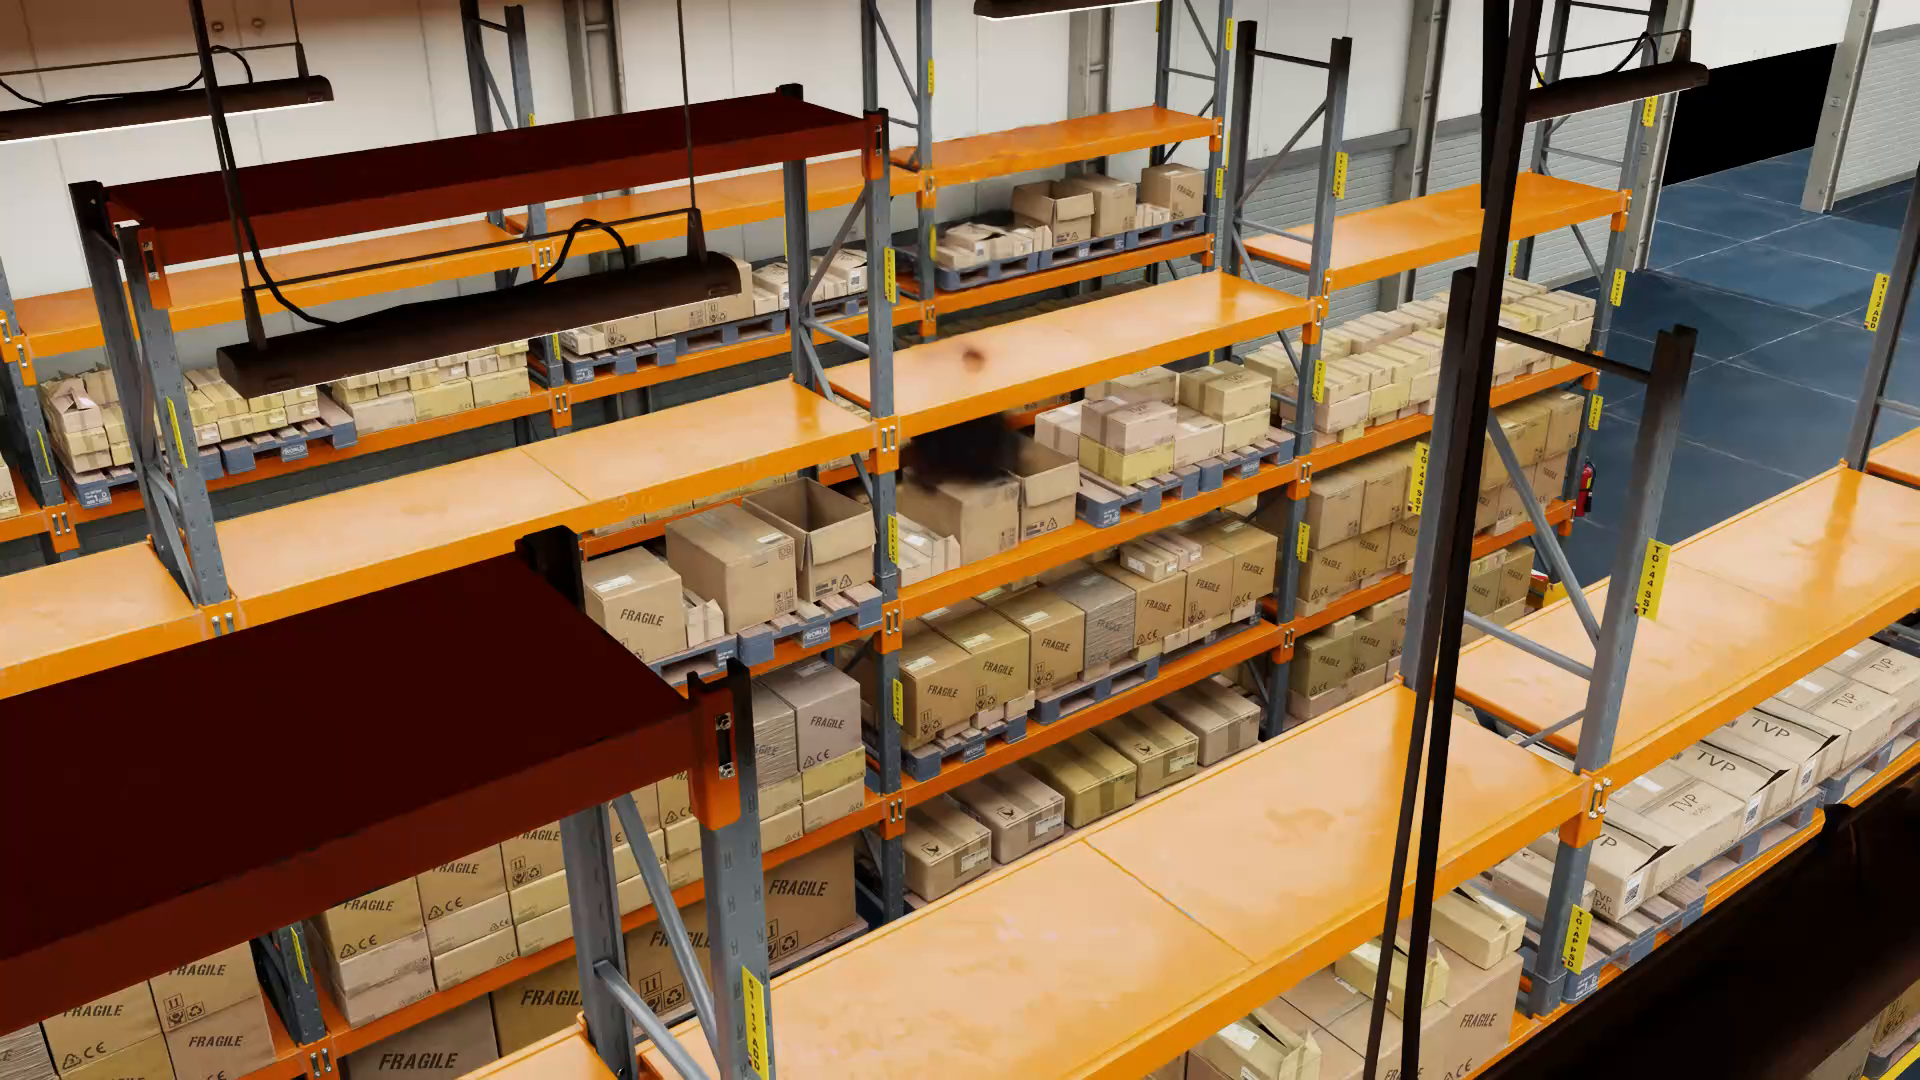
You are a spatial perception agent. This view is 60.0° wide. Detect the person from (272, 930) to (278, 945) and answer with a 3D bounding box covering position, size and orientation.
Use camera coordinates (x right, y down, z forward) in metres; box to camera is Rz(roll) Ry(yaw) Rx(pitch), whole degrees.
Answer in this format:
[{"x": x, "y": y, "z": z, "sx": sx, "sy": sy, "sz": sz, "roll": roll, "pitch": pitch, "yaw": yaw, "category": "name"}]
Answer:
[{"x": -4.568, "y": 2.411, "z": 11.317, "sx": 0.786, "sy": 1.611, "sz": 0.532, "roll": -20, "pitch": 33, "yaw": -35, "category": "person"}]
